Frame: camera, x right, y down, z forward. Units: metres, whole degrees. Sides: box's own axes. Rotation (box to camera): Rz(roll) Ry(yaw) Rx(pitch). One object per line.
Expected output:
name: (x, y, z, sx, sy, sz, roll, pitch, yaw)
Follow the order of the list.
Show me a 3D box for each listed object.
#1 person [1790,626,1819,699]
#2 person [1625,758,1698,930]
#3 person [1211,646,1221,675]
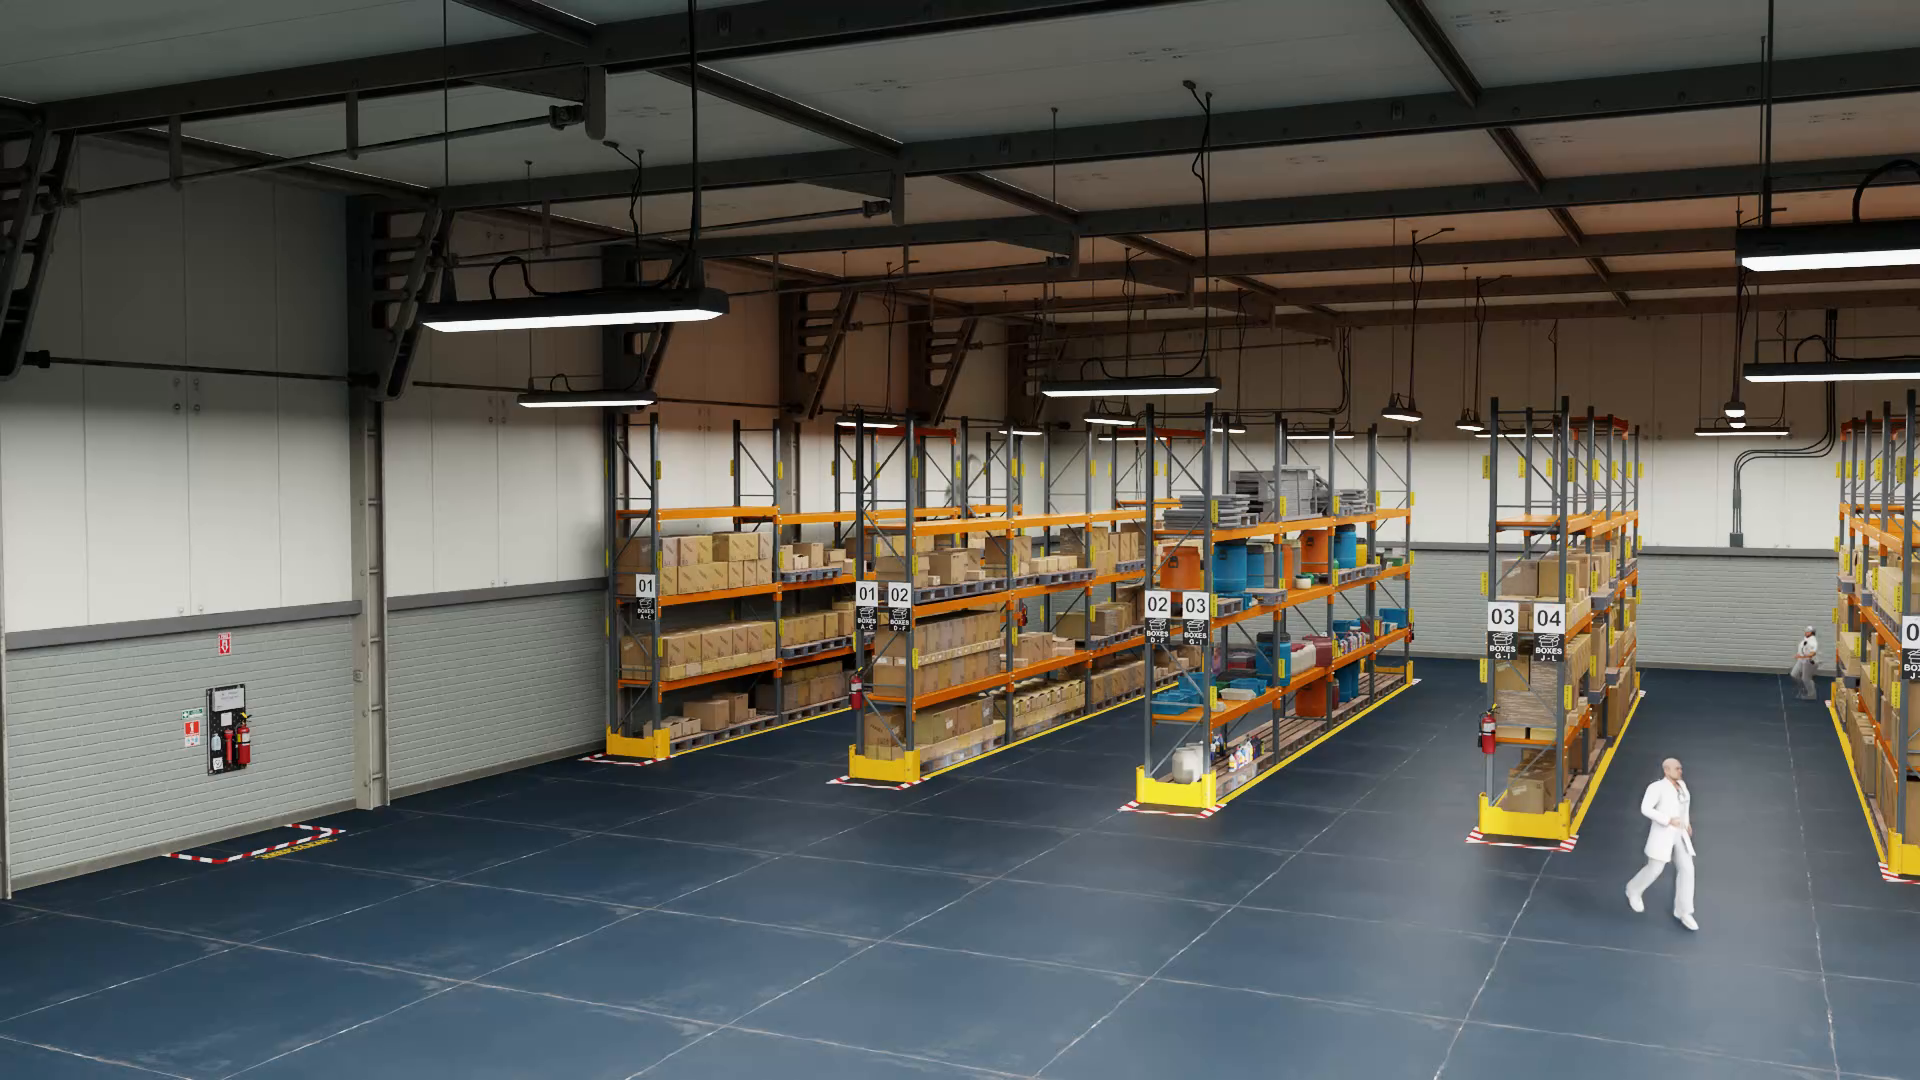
person: (18.396, 2.675, 36.136, 0.579, 1.639, 0.652, 0, 2, -2)
person: (7.890, 3.329, 18.508, 0.750, 1.801, 1.012, -1, 3, -20)
person: (5.151, 2.869, 32.877, 0.566, 1.560, 0.666, 1, 3, 28)
